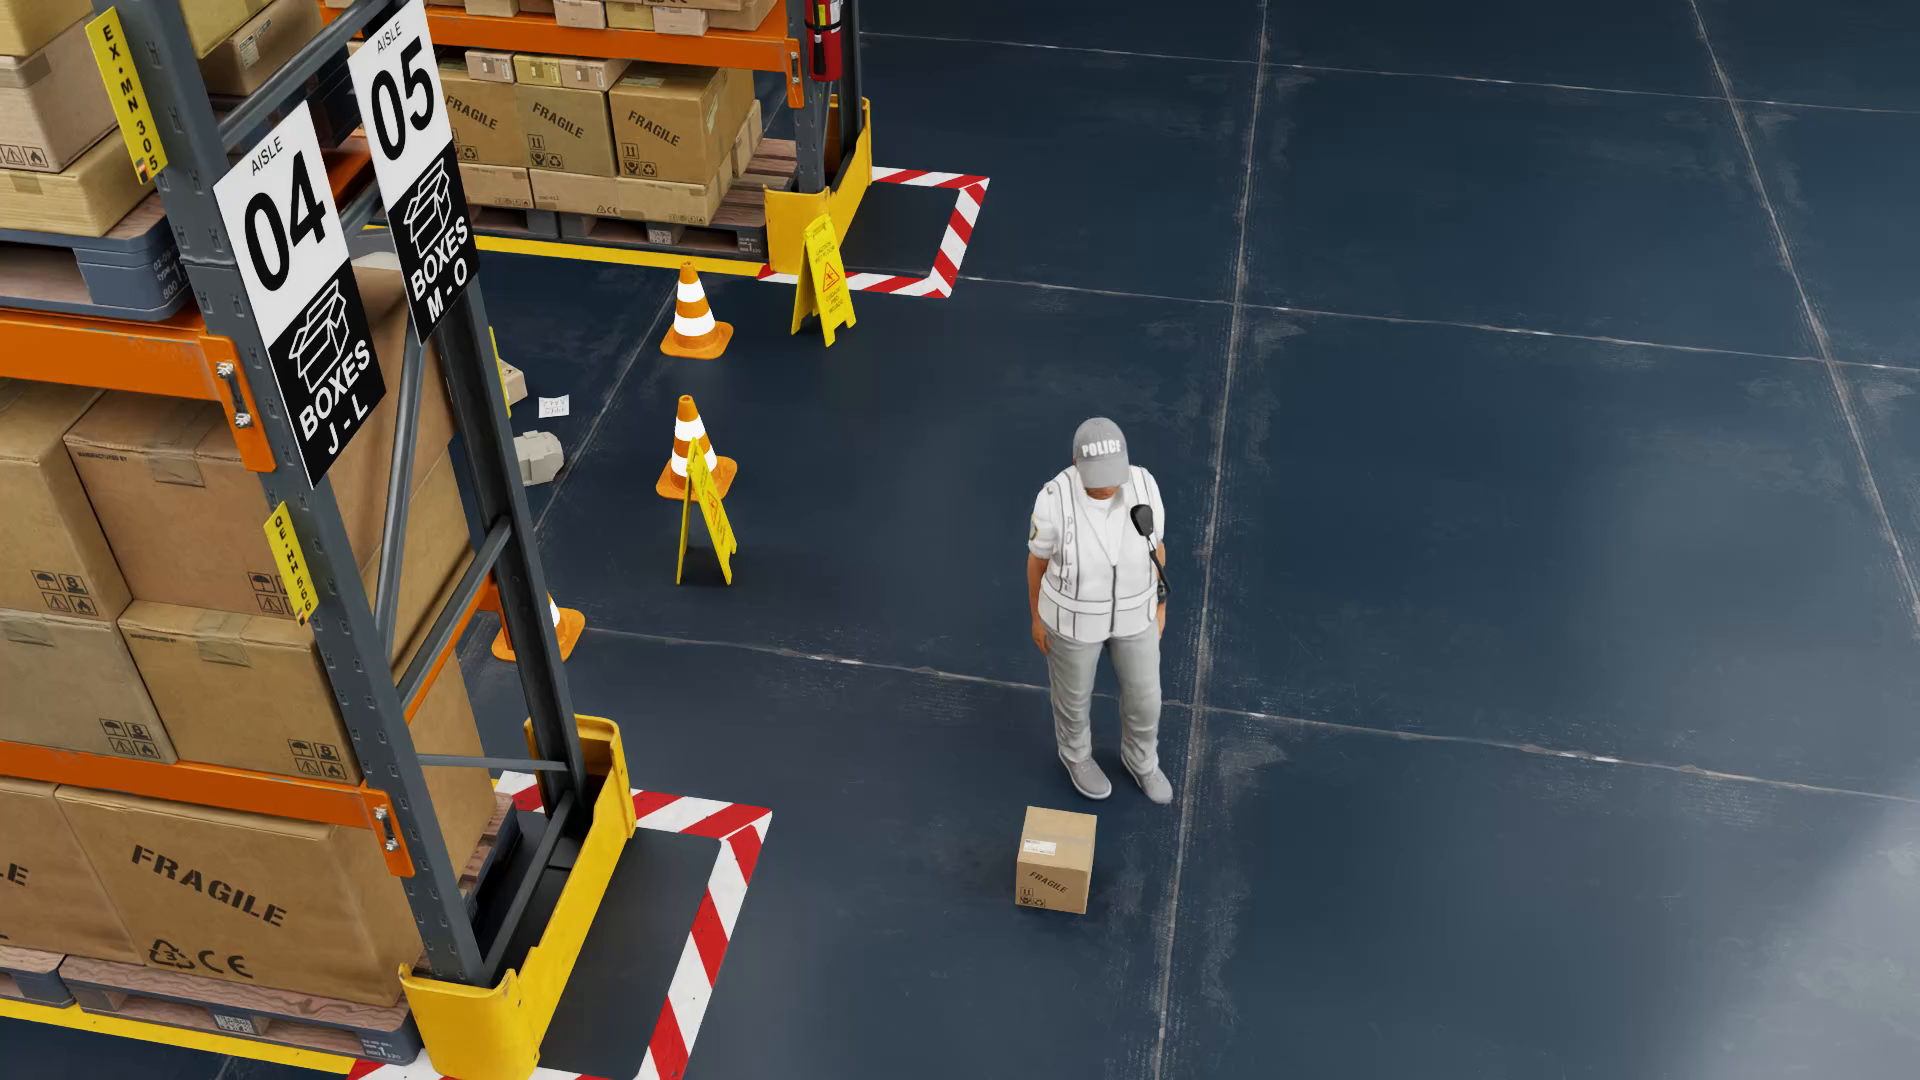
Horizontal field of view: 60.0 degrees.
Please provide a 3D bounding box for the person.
[{"bbox_3d":[0.532,0.301,5.832,0.557,1.709,0.450,-7,41,-8],"label":"person"}]
